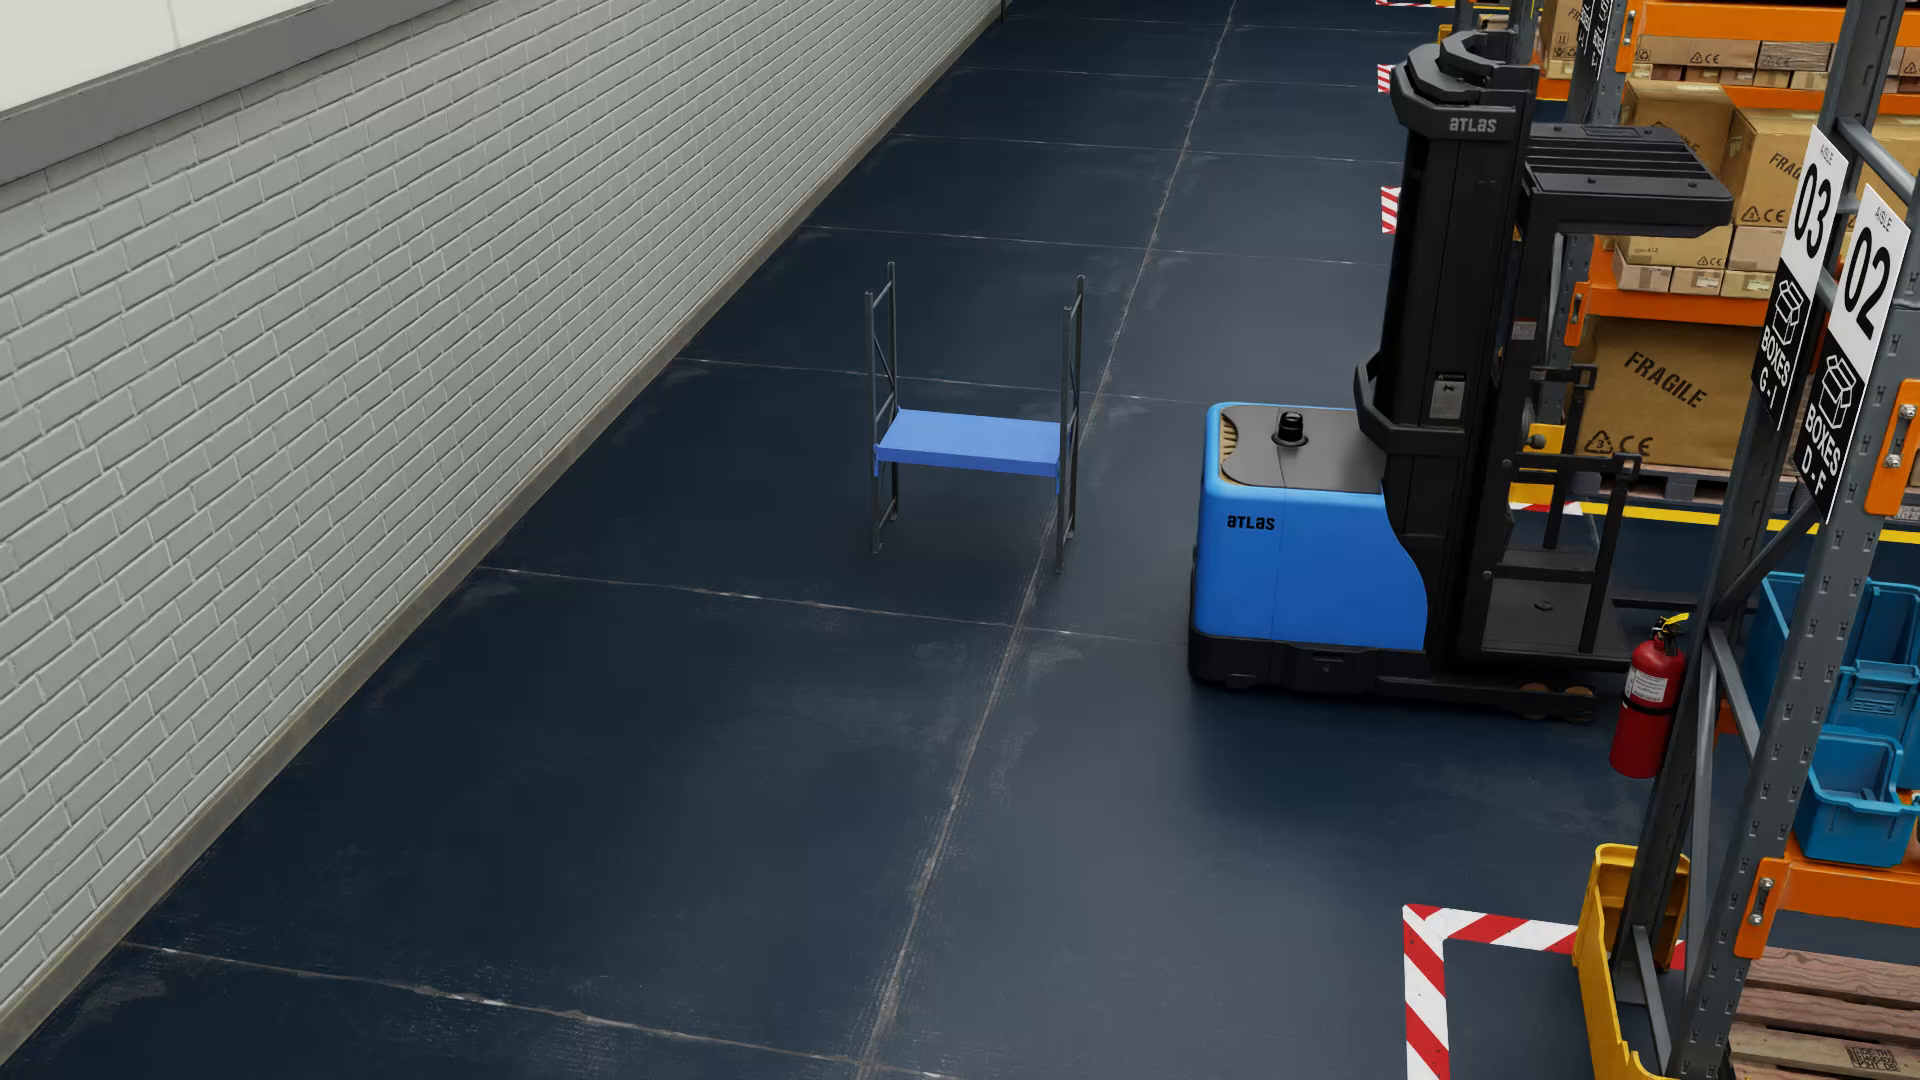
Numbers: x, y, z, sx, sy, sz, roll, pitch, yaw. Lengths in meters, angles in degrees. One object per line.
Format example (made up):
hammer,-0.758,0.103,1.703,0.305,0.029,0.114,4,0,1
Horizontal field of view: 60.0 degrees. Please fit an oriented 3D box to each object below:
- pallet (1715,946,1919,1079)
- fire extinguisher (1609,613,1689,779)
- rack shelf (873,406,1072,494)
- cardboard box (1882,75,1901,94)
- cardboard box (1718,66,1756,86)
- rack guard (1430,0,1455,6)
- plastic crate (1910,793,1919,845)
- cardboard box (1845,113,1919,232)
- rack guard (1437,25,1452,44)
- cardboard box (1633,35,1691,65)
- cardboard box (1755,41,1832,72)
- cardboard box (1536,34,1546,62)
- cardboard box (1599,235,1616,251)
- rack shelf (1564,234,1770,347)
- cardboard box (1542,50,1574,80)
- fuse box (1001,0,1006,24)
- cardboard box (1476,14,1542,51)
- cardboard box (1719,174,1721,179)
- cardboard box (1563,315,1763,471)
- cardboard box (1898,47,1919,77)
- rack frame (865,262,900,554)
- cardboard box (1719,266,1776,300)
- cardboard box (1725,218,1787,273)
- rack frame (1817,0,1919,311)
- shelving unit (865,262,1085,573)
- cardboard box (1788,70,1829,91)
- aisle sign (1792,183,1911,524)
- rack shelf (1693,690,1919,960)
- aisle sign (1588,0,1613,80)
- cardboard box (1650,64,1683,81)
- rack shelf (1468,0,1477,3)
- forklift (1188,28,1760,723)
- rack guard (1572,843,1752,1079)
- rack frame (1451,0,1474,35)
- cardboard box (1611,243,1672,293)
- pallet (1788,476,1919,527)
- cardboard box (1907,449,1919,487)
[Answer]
pallet,3.221,1.853,5.646,1.213,0.211,1.003,6,29,11
fire extinguisher,2.370,0.498,5.686,0.183,0.674,0.296,6,29,11
rack shelf,0.083,-0.492,8.961,1.000,0.185,0.538,6,29,11
cardboard box,7.133,-3.604,12.971,0.250,0.149,0.380,5,29,8
cardboard box,6.127,-3.723,13.189,0.250,0.149,0.380,5,29,10
rack guard,6.633,-7.679,22.755,0.348,0.500,1.175,6,29,11
plastic crate,2.892,0.869,4.752,0.298,0.136,0.250,6,29,11
cardboard box,4.867,-1.917,8.693,0.500,0.500,0.500,5,29,9
rack guard,5.503,-5.357,18.515,0.348,0.500,1.175,6,29,11
cardboard box,5.501,-4.074,13.155,0.500,0.500,0.500,6,29,11
cardboard box,6.478,-3.971,12.966,0.500,0.500,0.500,5,29,9
cardboard box,4.969,-4.106,13.889,0.250,0.149,0.380,6,29,11
cardboard box,3.874,-1.806,9.687,0.250,0.149,0.380,6,29,12
rack shelf,5.413,-1.281,9.216,4.000,0.370,1.077,6,29,11
cardboard box,4.840,-3.820,13.365,0.250,0.149,0.380,6,29,10
fuse box,0.588,-7.413,21.008,0.414,1.711,0.539,6,29,11
cardboard box,6.193,-5.492,18.390,0.875,0.438,0.875,5,29,9
cardboard box,4.482,-1.887,9.419,0.500,0.250,0.500,5,29,10
cardboard box,4.099,-1.023,9.770,0.875,0.875,0.875,6,29,11
cardboard box,7.464,-3.858,12.760,0.500,0.500,0.500,5,29,9
rack frame,-0.414,-0.700,8.967,0.032,1.500,0.500,6,29,11
cardboard box,4.237,-1.446,9.029,0.250,0.149,0.380,5,29,9
cardboard box,4.380,-1.638,8.965,0.500,0.250,0.500,6,29,10
rack frame,2.422,-2.103,3.720,0.127,3.000,1.000,6,29,11
shelving unit,0.083,-0.649,8.874,1.048,1.500,0.538,6,29,11
cardboard box,6.631,-3.647,13.049,0.250,0.149,0.380,6,29,12
aisle sign,2.290,-0.479,4.295,0.004,0.787,0.394,6,29,11
rack shelf,4.378,1.045,4.967,4.000,0.370,1.077,6,29,11
aisle sign,3.324,-2.804,8.541,0.004,0.787,0.394,6,29,11
cardboard box,5.631,-3.800,13.329,0.250,0.149,0.380,7,30,13
rack shelf,7.482,-5.935,17.717,4.000,0.370,1.077,6,29,11
forklift,2.654,-0.713,7.500,3.031,2.935,1.130,4,29,7
rack guard,2.396,1.629,5.754,0.348,0.500,1.175,6,29,11
rack frame,5.526,-6.451,17.910,0.127,3.000,1.000,6,29,11
cardboard box,3.735,-1.497,9.122,0.250,0.149,0.380,6,29,11
pallet,5.445,-0.407,9.774,1.213,0.211,1.003,6,29,11
cardboard box,5.860,-0.842,9.440,0.875,0.875,0.875,6,29,11
